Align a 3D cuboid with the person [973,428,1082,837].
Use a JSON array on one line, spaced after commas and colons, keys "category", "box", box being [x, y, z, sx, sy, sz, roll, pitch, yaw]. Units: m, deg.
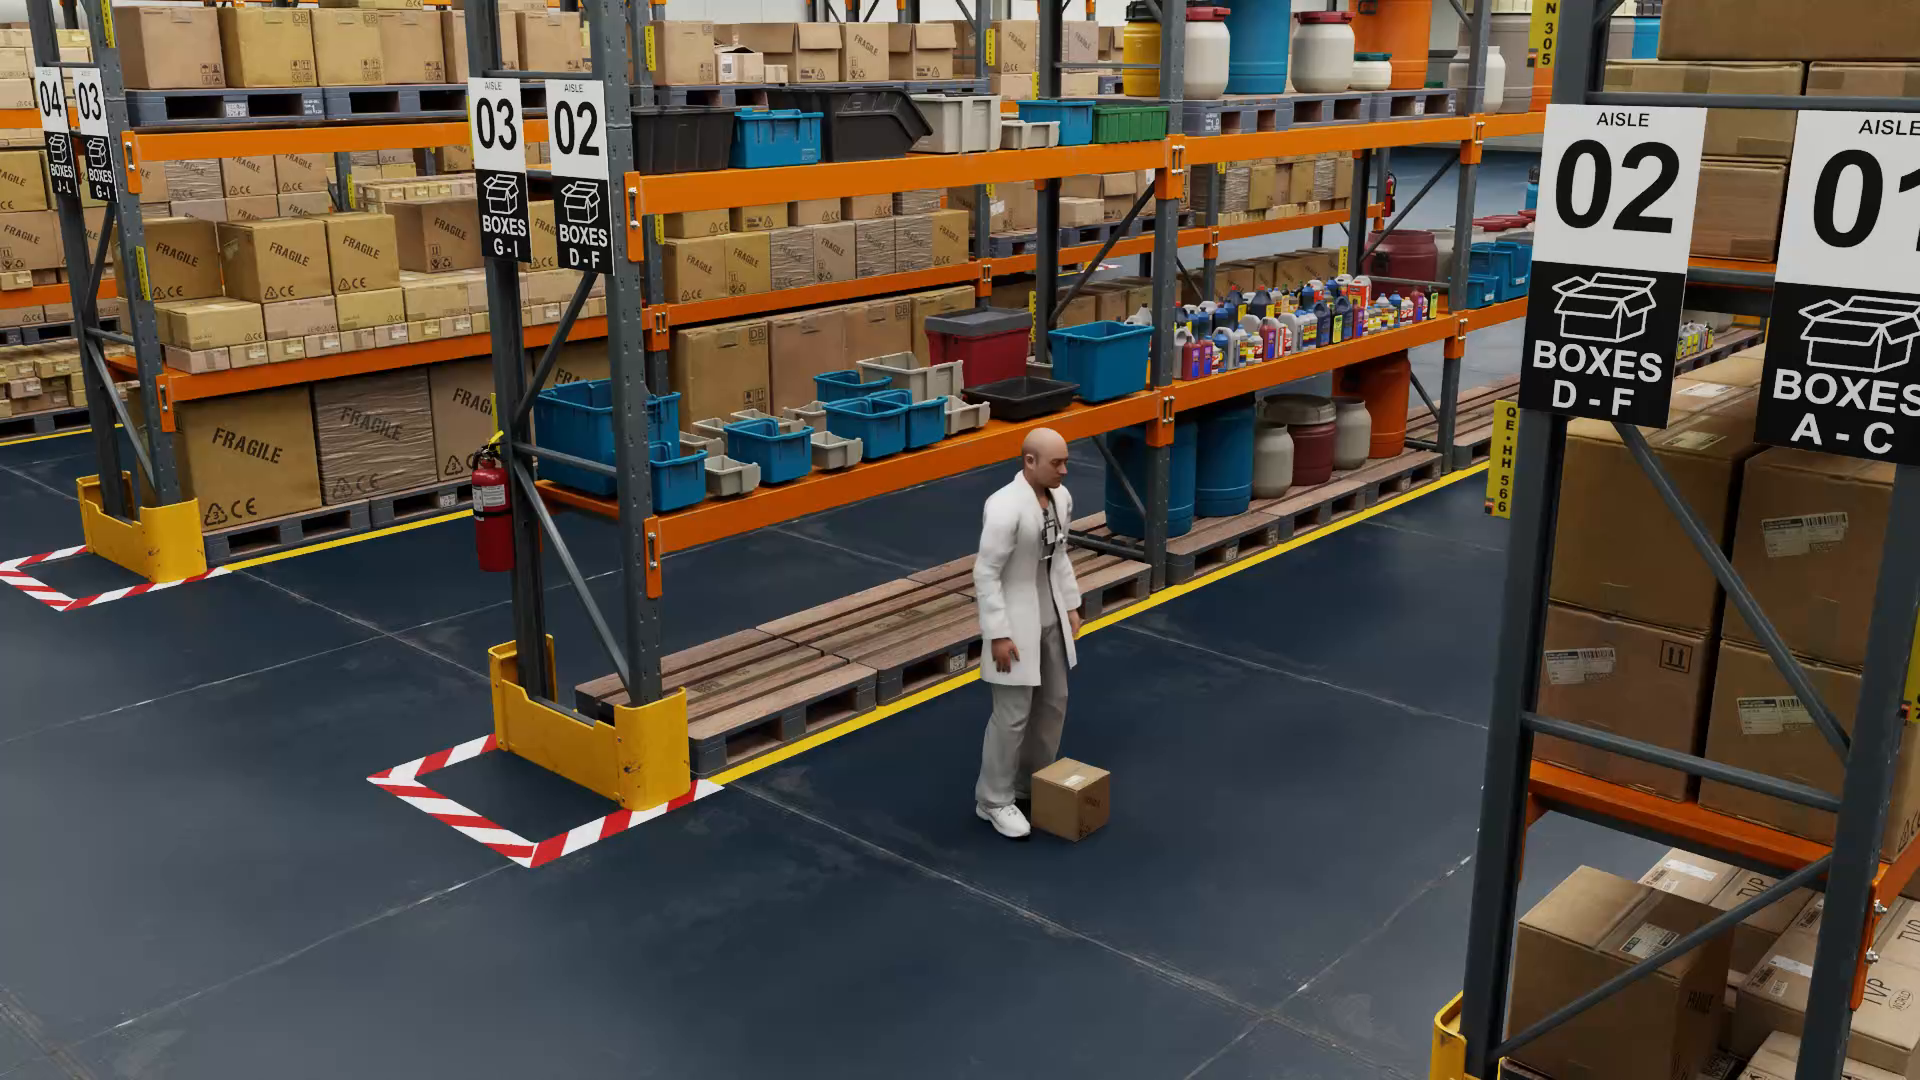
[{"category": "person", "box": [0.309, 0.372, 7.325, 0.417, 1.775, 0.656, 13, 21, 37]}]
